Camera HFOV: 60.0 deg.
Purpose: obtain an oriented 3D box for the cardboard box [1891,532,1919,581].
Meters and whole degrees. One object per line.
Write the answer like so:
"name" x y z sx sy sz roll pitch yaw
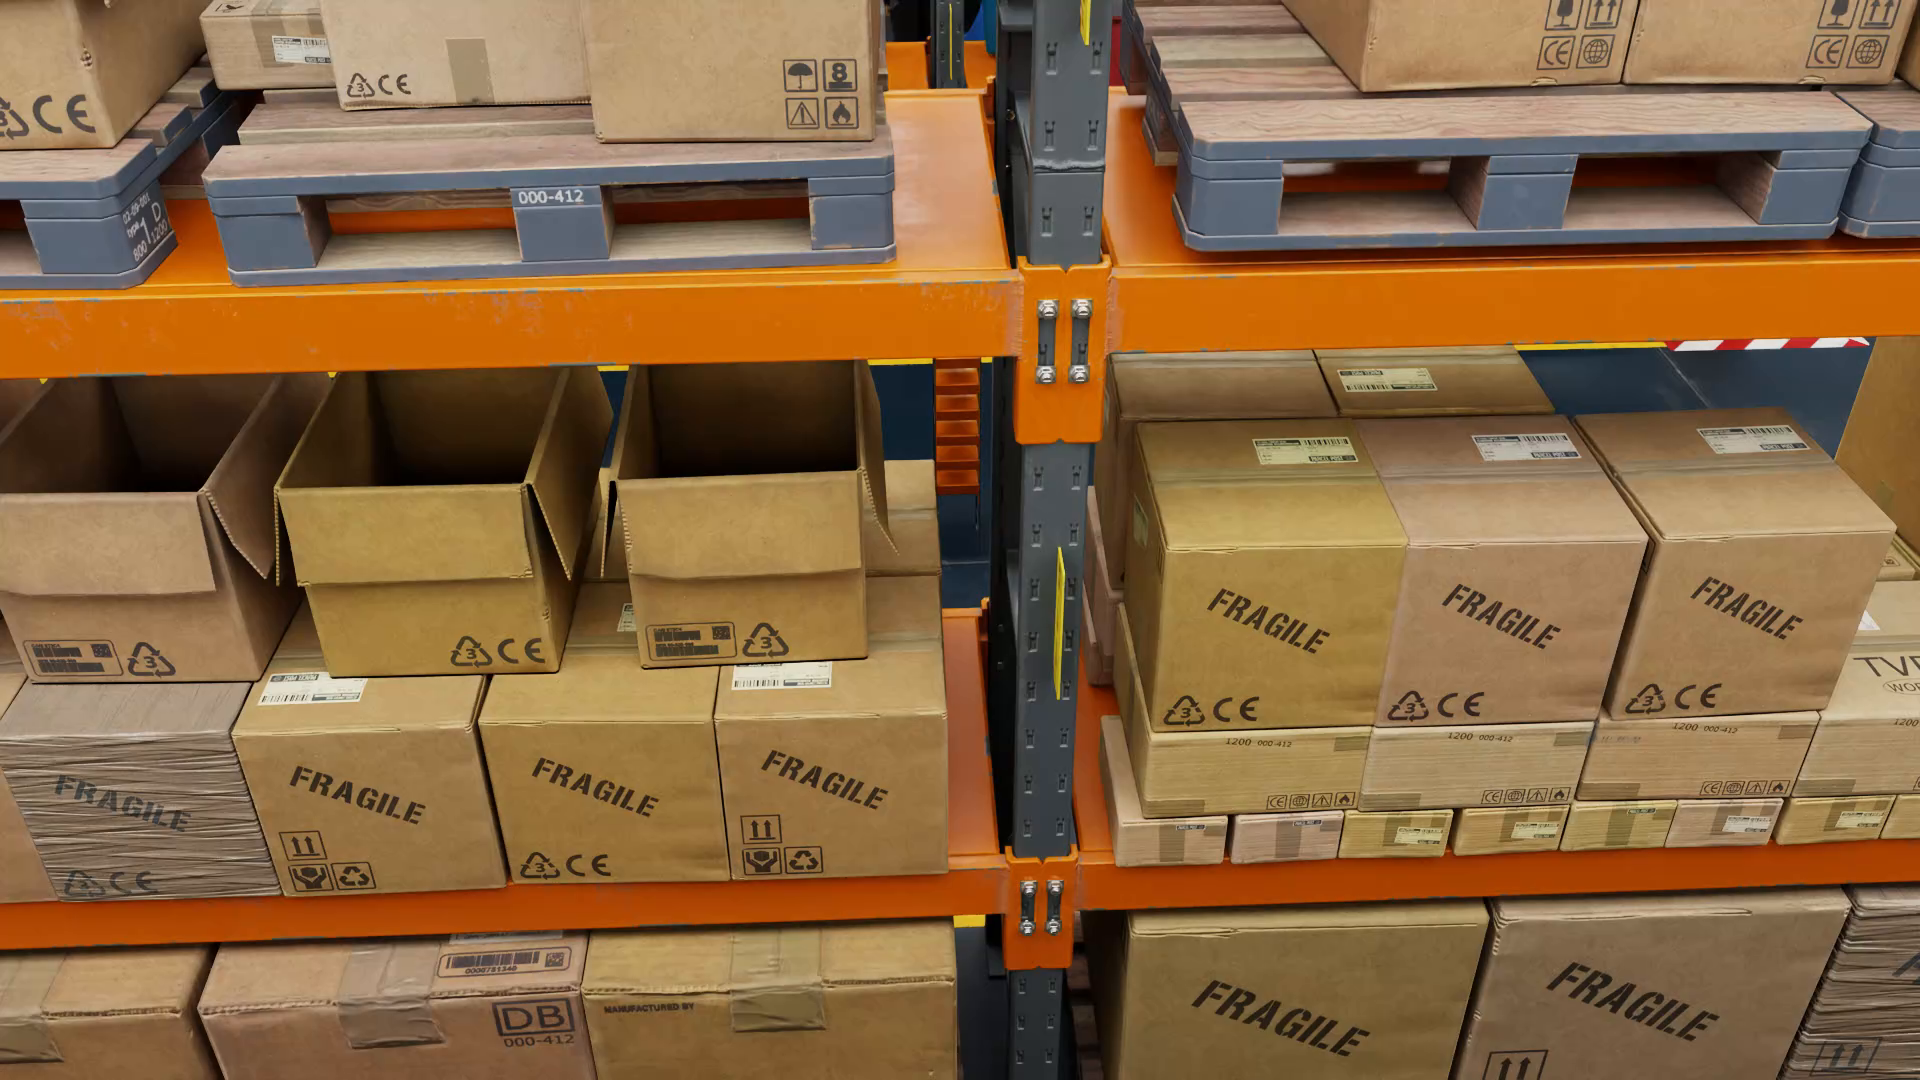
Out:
"cardboard box" 2.650 0.029 4.443 0.500 0.250 0.500 -3 35 -4

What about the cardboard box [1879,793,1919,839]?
"cardboard box" 2.296 0.542 4.052 0.250 0.149 0.380 -1 35 -1

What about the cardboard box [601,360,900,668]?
"cardboard box" -0.470 -0.123 3.823 0.637 0.503 0.797 -2 35 -3

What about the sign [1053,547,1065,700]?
"sign" 0.203 0.173 3.416 0.005 0.325 0.100 -2 35 -2

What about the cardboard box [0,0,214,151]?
"cardboard box" -1.789 -1.100 3.108 0.637 0.503 0.797 -2 35 -3

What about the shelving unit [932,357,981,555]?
"shelving unit" -0.014 -0.493 6.908 0.189 1.200 0.258 -2 35 -2

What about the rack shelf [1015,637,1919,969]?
"rack shelf" 2.165 0.550 4.451 4.000 0.370 1.077 -2 35 -2

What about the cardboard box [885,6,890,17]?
"cardboard box" -0.777 -4.300 12.637 0.500 0.500 0.500 -2 35 -2

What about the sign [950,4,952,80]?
"sign" -0.043 -2.308 7.706 0.005 0.325 0.100 -2 35 -2

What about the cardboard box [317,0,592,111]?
"cardboard box" -0.933 -1.083 3.252 0.500 0.311 0.500 -3 35 -4

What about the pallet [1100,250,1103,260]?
"pallet" 0.666 -1.402 9.091 1.213 0.211 1.003 -2 35 -2

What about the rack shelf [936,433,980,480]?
"rack shelf" -0.014 -0.358 7.002 0.180 0.103 0.258 -2 35 -2

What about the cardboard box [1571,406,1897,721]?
"cardboard box" 1.670 0.046 3.759 0.500 0.500 0.500 -3 35 -4

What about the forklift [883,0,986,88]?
"forklift" -0.566 -3.934 10.358 3.031 2.935 1.130 0 35 1

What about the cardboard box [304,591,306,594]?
"cardboard box" -1.822 0.182 4.264 0.500 0.500 0.500 -1 35 -1

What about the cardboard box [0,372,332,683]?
"cardboard box" -1.776 -0.086 3.769 0.637 0.503 0.797 0 35 -1

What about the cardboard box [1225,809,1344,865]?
"cardboard box" 0.741 0.586 3.989 0.250 0.149 0.380 -3 35 -4

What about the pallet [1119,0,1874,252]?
"pallet" 0.985 -0.905 3.364 1.213 0.211 1.003 -2 35 -2

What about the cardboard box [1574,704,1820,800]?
"cardboard box" 1.663 0.356 3.970 0.500 0.250 0.500 -1 35 -1

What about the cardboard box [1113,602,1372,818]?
"cardboard box" 0.649 0.384 3.930 0.500 0.250 0.500 -2 35 -3

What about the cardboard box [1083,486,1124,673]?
"cardboard box" 0.596 0.087 4.360 0.500 0.250 0.500 -2 35 -3

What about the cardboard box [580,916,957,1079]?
"cardboard box" -0.471 1.038 4.613 0.875 0.875 1.225 -1 35 -2

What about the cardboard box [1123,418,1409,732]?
"cardboard box" 0.658 0.072 3.722 0.500 0.500 0.500 -2 35 -2

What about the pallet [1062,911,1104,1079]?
"pallet" 0.931 1.479 4.928 1.213 0.211 1.003 -2 35 -2

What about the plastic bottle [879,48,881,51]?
"plastic bottle" -0.445 -2.262 7.991 0.135 0.276 0.152 -2 35 -2

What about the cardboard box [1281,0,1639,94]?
"cardboard box" 0.946 -1.235 3.219 0.500 0.500 0.700 -3 35 -5

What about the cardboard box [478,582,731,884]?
"cardboard box" -0.781 0.444 3.884 0.500 0.500 0.500 -1 35 -1

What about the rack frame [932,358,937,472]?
"rack frame" -0.106 -0.491 6.904 0.006 1.200 0.240 -2 35 -2

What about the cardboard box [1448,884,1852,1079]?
"cardboard box" 1.729 1.013 4.649 0.875 0.875 0.875 -2 35 -2

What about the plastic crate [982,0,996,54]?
"plastic crate" 0.383 -2.732 8.523 0.575 0.384 0.392 -2 35 -2

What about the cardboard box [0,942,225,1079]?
"cardboard box" -2.247 1.091 4.536 0.875 0.875 1.225 -1 35 -2

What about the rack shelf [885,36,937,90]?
"rack shelf" -2.065 -2.157 8.364 4.000 0.370 1.077 -2 35 -2

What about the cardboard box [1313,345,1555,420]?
"cardboard box" 1.115 -0.236 4.167 0.500 0.500 0.500 -1 35 -2

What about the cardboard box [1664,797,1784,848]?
"cardboard box" 1.773 0.557 4.029 0.250 0.149 0.380 -1 35 -2

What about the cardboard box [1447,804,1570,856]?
"cardboard box" 1.267 0.570 4.011 0.250 0.149 0.380 -2 35 -4

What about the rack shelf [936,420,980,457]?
"rack shelf" -0.014 -0.456 6.933 0.180 0.103 0.258 -2 35 -2

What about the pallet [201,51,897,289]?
"pallet" -0.746 -0.794 3.293 1.217 0.209 0.805 -3 35 -4

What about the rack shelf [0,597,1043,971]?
"rack shelf" -1.830 0.658 4.296 4.000 0.370 1.077 -2 35 -2

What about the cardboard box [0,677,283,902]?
"cardboard box" -1.804 0.473 3.843 0.500 0.500 0.500 -1 35 -2

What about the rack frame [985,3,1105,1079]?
"rack frame" 0.167 0.308 4.169 0.127 3.000 1.000 -2 35 -2

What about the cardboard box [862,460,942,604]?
"cardboard box" -0.304 0.137 4.328 0.500 0.500 0.500 -1 35 -2

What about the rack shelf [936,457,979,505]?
"rack shelf" -0.014 -0.259 7.070 0.180 0.103 0.258 -2 35 -2
